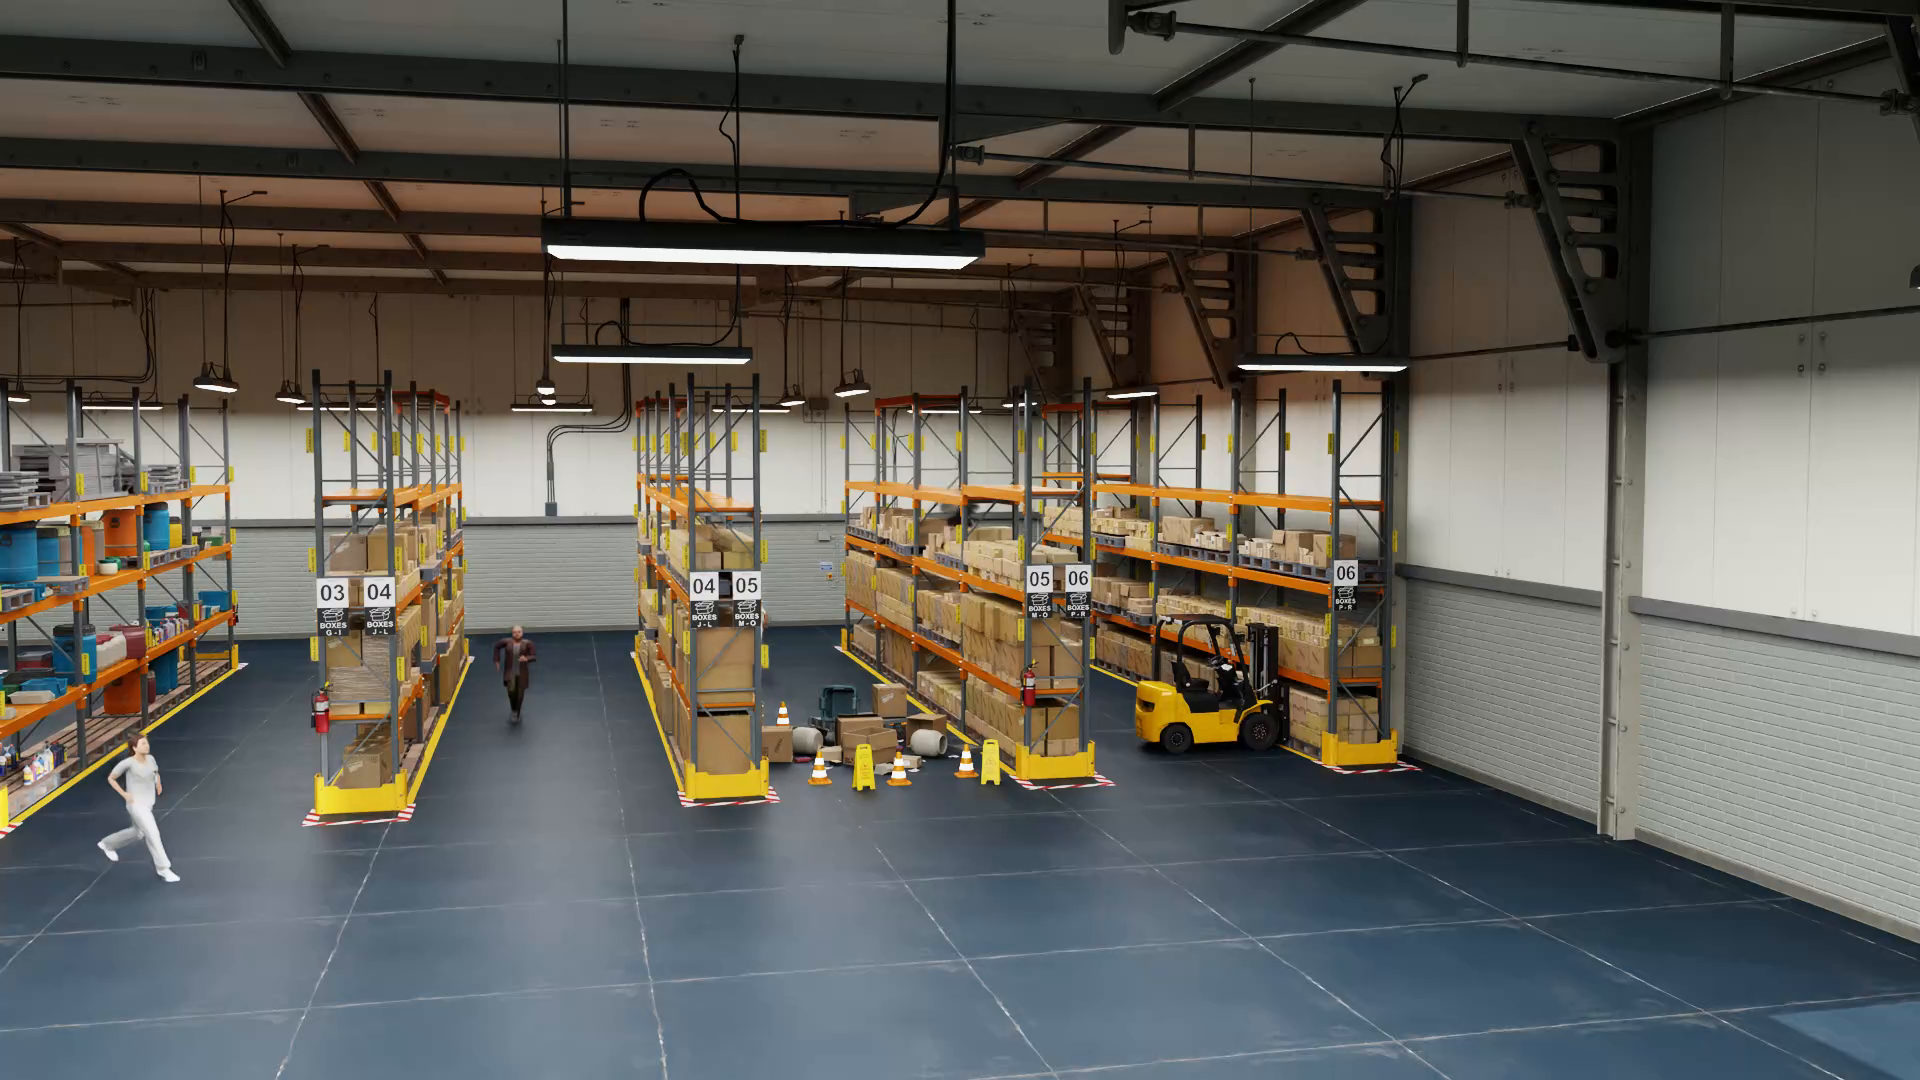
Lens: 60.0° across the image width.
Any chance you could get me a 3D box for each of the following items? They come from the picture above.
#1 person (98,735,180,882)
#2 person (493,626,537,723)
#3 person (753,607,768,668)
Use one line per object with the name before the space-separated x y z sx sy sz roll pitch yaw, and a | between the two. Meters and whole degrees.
person | -9.486 3.069 19.205 1.125 1.674 0.536 1 3 11
person | -7.954 2.397 29.713 0.742 1.741 0.861 -1 3 -15
person | -4.548 2.084 36.645 0.609 1.664 1.036 -1 4 -21
